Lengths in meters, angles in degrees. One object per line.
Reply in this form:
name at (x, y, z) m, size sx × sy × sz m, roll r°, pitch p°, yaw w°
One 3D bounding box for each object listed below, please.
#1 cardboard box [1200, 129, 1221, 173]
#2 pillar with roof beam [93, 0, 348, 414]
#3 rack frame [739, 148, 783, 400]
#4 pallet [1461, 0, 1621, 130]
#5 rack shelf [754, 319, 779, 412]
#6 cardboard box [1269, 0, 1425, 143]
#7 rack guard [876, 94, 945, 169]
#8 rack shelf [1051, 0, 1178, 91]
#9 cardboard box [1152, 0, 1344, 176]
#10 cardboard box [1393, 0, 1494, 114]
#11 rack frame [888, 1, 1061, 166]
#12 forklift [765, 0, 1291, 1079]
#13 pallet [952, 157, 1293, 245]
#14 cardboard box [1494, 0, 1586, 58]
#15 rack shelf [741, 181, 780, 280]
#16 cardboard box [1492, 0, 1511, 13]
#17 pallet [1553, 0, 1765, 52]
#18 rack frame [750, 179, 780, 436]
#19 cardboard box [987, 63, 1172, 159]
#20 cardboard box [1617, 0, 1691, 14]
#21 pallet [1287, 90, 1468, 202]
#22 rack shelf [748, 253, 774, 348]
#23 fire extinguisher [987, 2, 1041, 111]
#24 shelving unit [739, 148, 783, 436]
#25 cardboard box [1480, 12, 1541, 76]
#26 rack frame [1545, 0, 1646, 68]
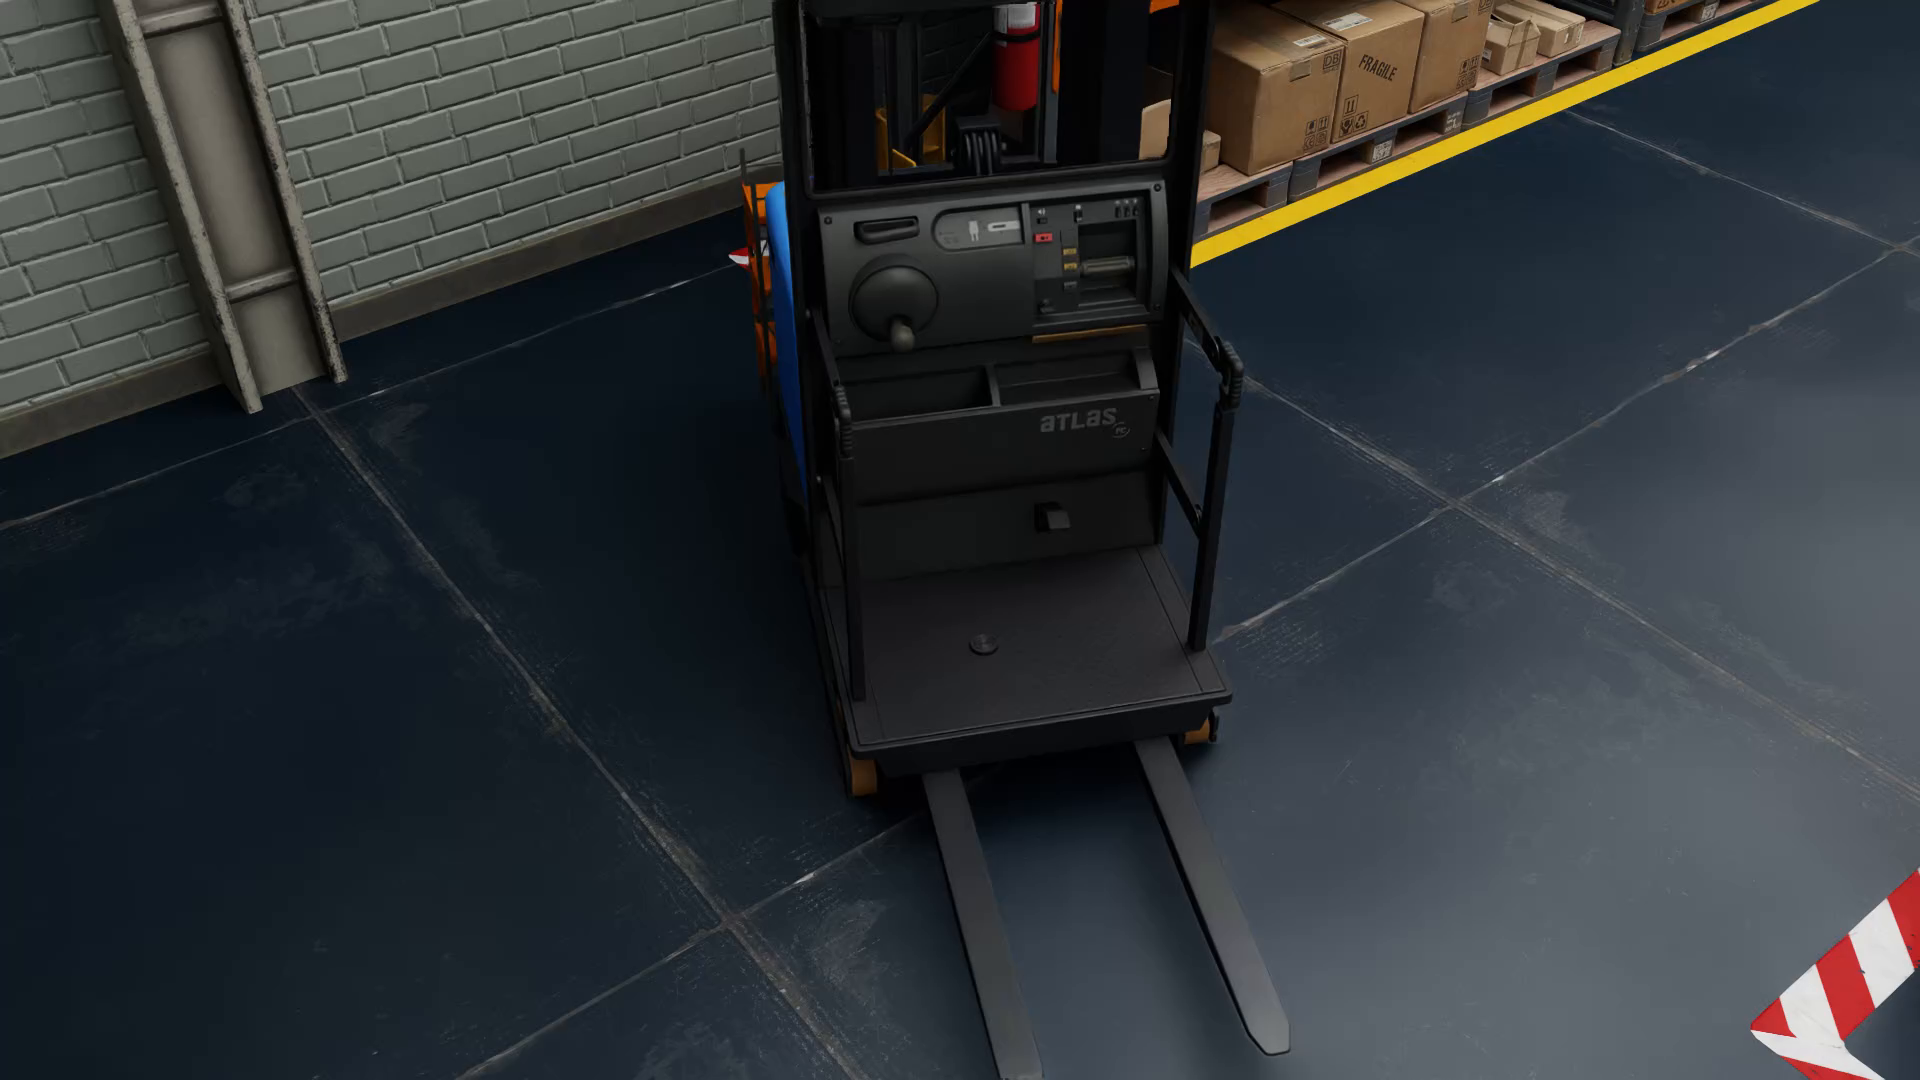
cardboard box at (0.944, -1.774, 7.465) m, size 0.250 × 0.149 × 0.380 m, roll -28°, pitch 47°, yaw -30°
pillar with roof beam at (-0.024, -1.947, 1.028) m, size 0.400 × 9.000 × 9.100 m, roll -26°, pitch 46°, yaw -28°
rack frame at (-0.666, -0.962, 6.094) m, size 0.200 × 1.050 × 0.008 m, roll -9°, pitch 40°, yaw -11°
pallet at (2.667, -2.584, 8.733) m, size 1.213 × 0.211 × 1.003 m, roll -26°, pitch 46°, yaw -28°
rack shelf at (-0.635, -0.663, 6.186) m, size 0.215 × 0.259 × 0.240 m, roll -9°, pitch 40°, yaw -11°
cardboard box at (1.765, -2.230, 7.744) m, size 0.500 × 0.500 × 0.500 m, roll -25°, pitch 46°, yaw -27°
rack guard at (0.101, -1.444, 7.116) m, size 0.348 × 0.500 × 1.175 m, roll -26°, pitch 46°, yaw -28°
rack shelf at (1.626, -2.876, 7.458) m, size 4.000 × 0.370 × 1.077 m, roll -26°, pitch 46°, yaw -28°
cardboard box at (1.284, -2.076, 7.556) m, size 0.500 × 0.500 × 0.700 m, roll -24°, pitch 45°, yaw -26°
cardboard box at (2.108, -2.478, 8.045) m, size 0.500 × 0.500 × 0.700 m, roll -28°, pitch 47°, yaw -30°
rack frame at (0.040, -2.381, 6.287) m, size 0.127 × 3.000 × 1.000 m, roll -26°, pitch 46°, yaw -28°
forklift at (0.144, -0.650, 4.231) m, size 1.130 × 2.935 × 3.031 m, roll -8°, pitch 40°, yaw -9°
pallet at (0.732, -1.641, 7.584) m, size 1.213 × 0.211 × 1.003 m, roll -26°, pitch 46°, yaw -28°
cardboard box at (2.949, -2.624, 8.500) m, size 0.250 × 0.149 × 0.380 m, roll -27°, pitch 47°, yaw -29°
rack shelf at (-0.635, -1.098, 5.830) m, size 0.215 × 0.259 × 0.240 m, roll -9°, pitch 40°, yaw -11°
cardboard box at (2.544, -2.913, 8.725) m, size 0.500 × 0.311 × 0.500 m, roll -24°, pitch 45°, yaw -27°
pallet at (3.834, -3.182, 9.463) m, size 1.213 × 0.211 × 1.003 m, roll -26°, pitch 46°, yaw -28°
rack frame at (-0.605, -0.812, 5.911) m, size 0.200 × 1.050 × 0.008 m, roll -9°, pitch 40°, yaw -11°
cardboard box at (0.583, -1.767, 7.176) m, size 0.637 × 0.503 × 0.797 m, roll -28°, pitch 47°, yaw -30°
cardboard box at (3.733, -3.197, 8.921) m, size 0.500 × 0.500 × 0.500 m, roll -24°, pitch 45°, yaw -26°
pallet at (1.699, -2.110, 8.155) m, size 1.213 × 0.211 × 1.003 m, roll -26°, pitch 46°, yaw -28°
rack shelf at (-0.635, -0.878, 6.009) m, size 0.215 × 0.259 × 0.240 m, roll -9°, pitch 40°, yaw -11°
fire extinguisher at (0.205, -1.918, 6.077) m, size 0.183 × 0.674 × 0.296 m, roll -26°, pitch 46°, yaw -28°
shelving unit at (-0.635, -0.887, 6.003) m, size 0.215 × 1.050 × 0.252 m, roll -9°, pitch 40°, yaw -11°
cardboard box at (2.666, -2.531, 8.295) m, size 0.258 × 0.266 × 0.396 m, roll -24°, pitch 45°, yaw -27°
rack frame at (3.212, -3.927, 8.172) m, size 0.127 × 3.000 × 1.000 m, roll -26°, pitch 46°, yaw -28°
